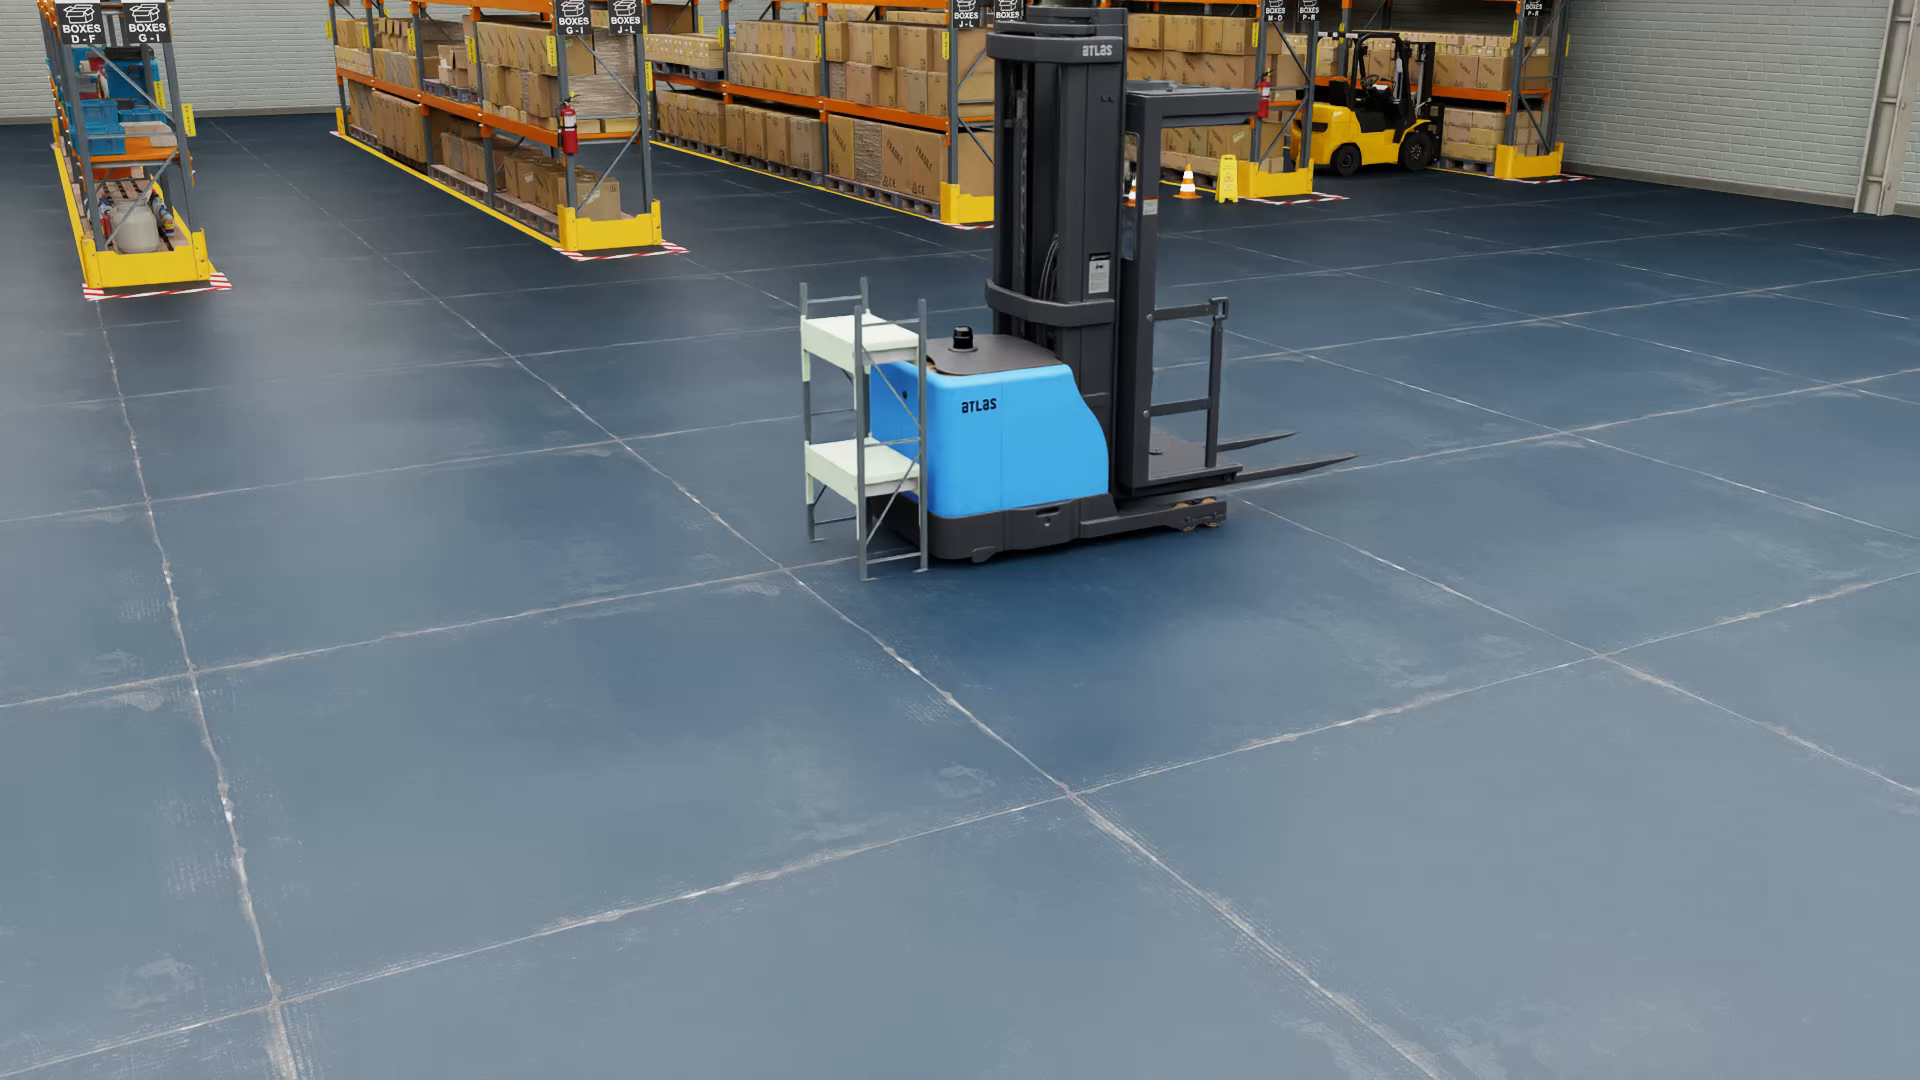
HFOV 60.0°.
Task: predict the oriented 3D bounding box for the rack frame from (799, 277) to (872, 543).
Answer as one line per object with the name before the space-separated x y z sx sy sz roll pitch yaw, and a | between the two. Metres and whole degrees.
rack frame | -0.698 -0.724 9.431 0.400 1.500 0.023 -10 21 -26

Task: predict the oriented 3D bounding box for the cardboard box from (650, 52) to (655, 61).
cardboard box | -5.471 -8.896 30.555 0.380 0.149 0.250 -10 21 -26

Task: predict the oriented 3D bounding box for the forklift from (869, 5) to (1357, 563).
forklift | 1.007 -1.576 9.706 3.031 2.935 1.130 -10 21 -26

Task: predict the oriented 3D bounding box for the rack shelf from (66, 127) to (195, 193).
rack shelf | -9.414 -4.362 18.777 1.077 0.370 4.000 -10 21 -27

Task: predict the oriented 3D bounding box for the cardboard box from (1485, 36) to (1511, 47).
cardboard box | 8.483 -7.831 26.123 0.380 0.149 0.250 -10 21 -27

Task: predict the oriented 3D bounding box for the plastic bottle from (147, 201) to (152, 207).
plastic bottle | -9.637 -3.889 19.793 0.061 0.283 0.133 -10 21 -27

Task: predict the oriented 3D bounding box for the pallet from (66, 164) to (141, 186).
pallet | -13.249 -5.676 25.757 1.003 0.211 1.213 -10 21 -27

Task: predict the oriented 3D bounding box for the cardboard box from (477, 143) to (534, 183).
cardboard box | -6.487 -5.389 23.809 0.700 0.500 0.500 -10 21 -27

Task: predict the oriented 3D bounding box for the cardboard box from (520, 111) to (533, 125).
cardboard box | -5.227 -5.241 20.605 0.380 0.149 0.250 -10 21 -27

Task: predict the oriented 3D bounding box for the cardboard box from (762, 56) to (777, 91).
cardboard box | -2.797 -7.374 26.249 0.500 0.500 0.500 -10 22 -27

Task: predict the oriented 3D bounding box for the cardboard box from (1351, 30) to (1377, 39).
cardboard box | 6.974 -8.705 28.658 0.380 0.149 0.250 -10 21 -26

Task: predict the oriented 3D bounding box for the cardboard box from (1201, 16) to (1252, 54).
cardboard box | 3.948 -7.350 24.191 0.700 0.500 0.500 -10 21 -26

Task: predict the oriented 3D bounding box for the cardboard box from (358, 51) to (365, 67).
cardboard box | -10.492 -8.644 29.857 0.500 0.250 0.500 -9 21 -25

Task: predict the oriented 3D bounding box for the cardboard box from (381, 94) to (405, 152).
cardboard box | -9.057 -7.097 28.214 1.225 0.875 0.875 -11 22 -29

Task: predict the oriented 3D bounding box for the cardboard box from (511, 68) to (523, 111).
cardboard box | -5.111 -5.666 20.843 0.875 0.500 0.500 -10 21 -27

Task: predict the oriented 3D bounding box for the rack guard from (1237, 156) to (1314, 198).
rack guard | 4.580 -5.270 24.139 1.175 0.500 0.348 -10 21 -27

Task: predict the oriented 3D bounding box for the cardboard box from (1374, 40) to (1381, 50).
cardboard box | 7.276 -8.425 28.302 0.380 0.149 0.250 -10 21 -27

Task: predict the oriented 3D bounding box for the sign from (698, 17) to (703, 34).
sign | -4.903 -9.714 31.408 0.100 0.325 0.005 -10 21 -27

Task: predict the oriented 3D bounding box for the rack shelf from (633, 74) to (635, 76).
rack shelf | -6.340 -9.313 33.126 1.077 0.370 4.000 -10 21 -27

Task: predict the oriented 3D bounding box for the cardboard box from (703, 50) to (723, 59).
cardboard box | -4.126 -8.223 28.147 0.380 0.149 0.250 -9 21 -26

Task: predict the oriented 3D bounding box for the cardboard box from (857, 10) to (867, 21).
cardboard box | -1.783 -10.634 34.166 0.500 0.500 0.500 -10 22 -27

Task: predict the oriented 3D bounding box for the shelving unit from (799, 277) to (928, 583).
shelving unit | -0.529 -0.618 9.124 0.431 1.500 0.755 -10 21 -26

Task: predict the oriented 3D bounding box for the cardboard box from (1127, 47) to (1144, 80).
cardboard box | 2.940 -7.456 26.032 0.500 0.500 0.500 -10 21 -27

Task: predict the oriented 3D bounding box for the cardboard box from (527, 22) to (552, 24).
cardboard box | -5.310 -6.474 21.653 0.500 0.500 0.500 -10 21 -27

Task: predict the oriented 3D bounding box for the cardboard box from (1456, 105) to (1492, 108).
cardboard box | 8.453 -7.027 27.435 0.500 0.250 0.500 -10 21 -27

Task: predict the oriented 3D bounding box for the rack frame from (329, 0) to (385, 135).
rack frame | -11.703 -9.488 32.530 1.000 3.000 0.127 -10 21 -27

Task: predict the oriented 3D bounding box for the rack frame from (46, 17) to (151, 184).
rack frame | -12.263 -6.425 23.651 1.000 3.000 0.127 -10 21 -27

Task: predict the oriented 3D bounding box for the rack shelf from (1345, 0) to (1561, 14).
rack shelf | 8.033 -8.852 27.191 1.077 0.370 4.000 -10 21 -27

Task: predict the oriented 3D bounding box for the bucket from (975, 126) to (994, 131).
bucket | 0.502 -6.272 25.897 0.726 0.611 0.620 -3 9 -8

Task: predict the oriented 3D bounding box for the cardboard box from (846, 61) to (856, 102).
cardboard box | -1.124 -6.595 23.916 0.875 0.550 0.550 -10 21 -27

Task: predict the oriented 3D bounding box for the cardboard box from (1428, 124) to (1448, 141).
cardboard box | 7.985 -6.717 27.304 0.500 0.250 0.500 -11 22 -28

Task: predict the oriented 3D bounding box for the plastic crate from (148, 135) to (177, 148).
plastic crate | -8.606 -4.310 17.928 0.298 0.136 0.250 -10 21 -27

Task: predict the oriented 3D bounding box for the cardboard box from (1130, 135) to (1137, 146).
cardboard box | 3.024 -6.469 26.201 0.500 0.500 0.500 -9 21 -24

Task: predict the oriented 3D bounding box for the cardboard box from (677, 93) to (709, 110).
cardboard box | -4.778 -7.898 29.960 0.500 0.250 0.500 -9 21 -25

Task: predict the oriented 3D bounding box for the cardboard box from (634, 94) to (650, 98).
cardboard box | -6.444 -9.027 34.008 0.380 0.149 0.250 -11 22 -29

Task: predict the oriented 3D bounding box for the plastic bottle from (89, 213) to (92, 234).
plastic bottle | -9.793 -3.542 18.787 0.061 0.283 0.133 -9 21 -25

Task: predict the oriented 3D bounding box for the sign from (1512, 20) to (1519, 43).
sign | 8.499 -7.779 25.439 0.100 0.325 0.005 -10 21 -27

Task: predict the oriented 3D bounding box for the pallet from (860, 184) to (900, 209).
pallet | -0.716 -4.883 23.460 1.003 0.211 1.213 -10 21 -27

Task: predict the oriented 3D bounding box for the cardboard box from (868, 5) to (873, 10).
cardboard box | -1.648 -10.906 33.959 0.380 0.149 0.250 -10 21 -27

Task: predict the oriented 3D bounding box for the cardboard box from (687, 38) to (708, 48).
cardboard box | -4.499 -8.585 28.743 0.380 0.149 0.250 -9 21 -25

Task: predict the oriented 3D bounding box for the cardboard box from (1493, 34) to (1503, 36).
cardboard box | 8.675 -8.051 26.762 0.380 0.149 0.250 -10 21 -26

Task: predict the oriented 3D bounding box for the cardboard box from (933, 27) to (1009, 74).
cardboard box | 0.166 -6.328 21.487 0.875 0.550 0.550 -10 21 -27

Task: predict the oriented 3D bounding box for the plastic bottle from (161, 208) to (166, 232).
plastic bottle | -9.213 -3.713 19.302 0.097 0.271 0.097 0 19 0

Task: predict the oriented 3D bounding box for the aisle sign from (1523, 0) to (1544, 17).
aisle sign | 8.756 -8.365 25.288 0.394 0.787 0.004 -10 21 -27

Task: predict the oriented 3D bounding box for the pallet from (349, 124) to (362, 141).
pallet | -11.254 -7.953 32.355 1.003 0.211 1.213 -10 21 -27

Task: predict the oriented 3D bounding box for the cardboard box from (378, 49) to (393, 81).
cardboard box | -9.565 -8.072 28.273 0.500 0.500 0.500 -10 21 -27

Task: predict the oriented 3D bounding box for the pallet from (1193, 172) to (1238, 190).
pallet | 4.226 -5.373 24.877 1.003 0.211 1.213 -10 21 -27

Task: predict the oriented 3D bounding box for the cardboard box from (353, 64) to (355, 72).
cardboard box | -10.967 -8.700 30.631 0.380 0.149 0.250 -10 21 -26

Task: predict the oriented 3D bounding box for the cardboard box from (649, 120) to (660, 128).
cardboard box | -5.876 -7.990 31.914 0.380 0.149 0.250 -10 21 -26

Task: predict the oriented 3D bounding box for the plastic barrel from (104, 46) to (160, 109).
plastic barrel | -10.280 -5.671 20.699 0.600 0.901 0.708 -10 21 -27

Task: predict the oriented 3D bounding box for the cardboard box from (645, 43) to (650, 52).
cardboard box | -5.608 -9.115 30.734 0.380 0.149 0.250 -10 21 -26
